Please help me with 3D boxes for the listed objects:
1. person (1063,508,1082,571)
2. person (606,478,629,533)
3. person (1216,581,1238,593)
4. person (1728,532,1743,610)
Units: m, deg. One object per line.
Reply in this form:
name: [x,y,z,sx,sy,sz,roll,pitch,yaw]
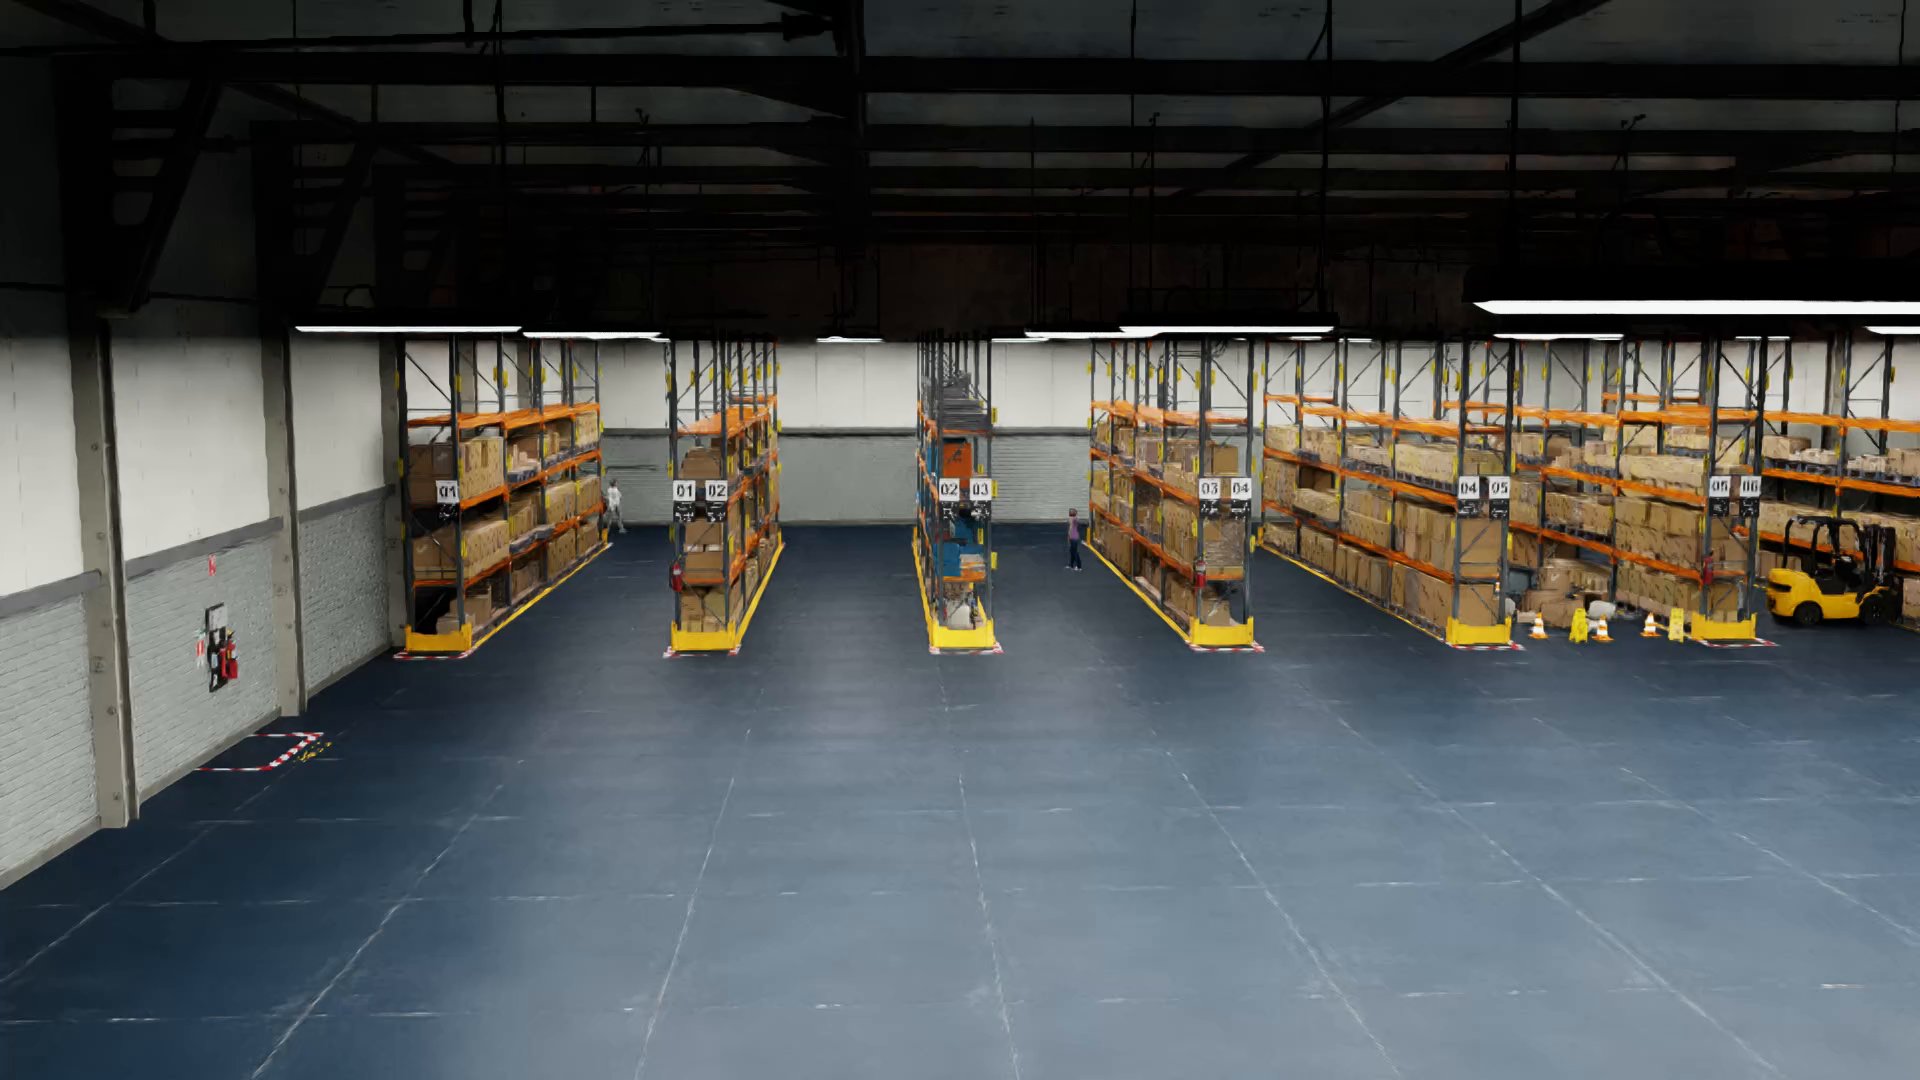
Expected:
person: [2.838,-0.026,41.992,0.538,1.586,0.541,2,7,18]
person: [-10.443,-1.060,50.406,0.517,1.672,0.659,4,8,29]
person: [6.128,0.366,38.464,0.541,1.648,1.115,0,7,-1]
person: [16.689,0.649,35.950,0.542,1.667,0.572,4,8,28]
